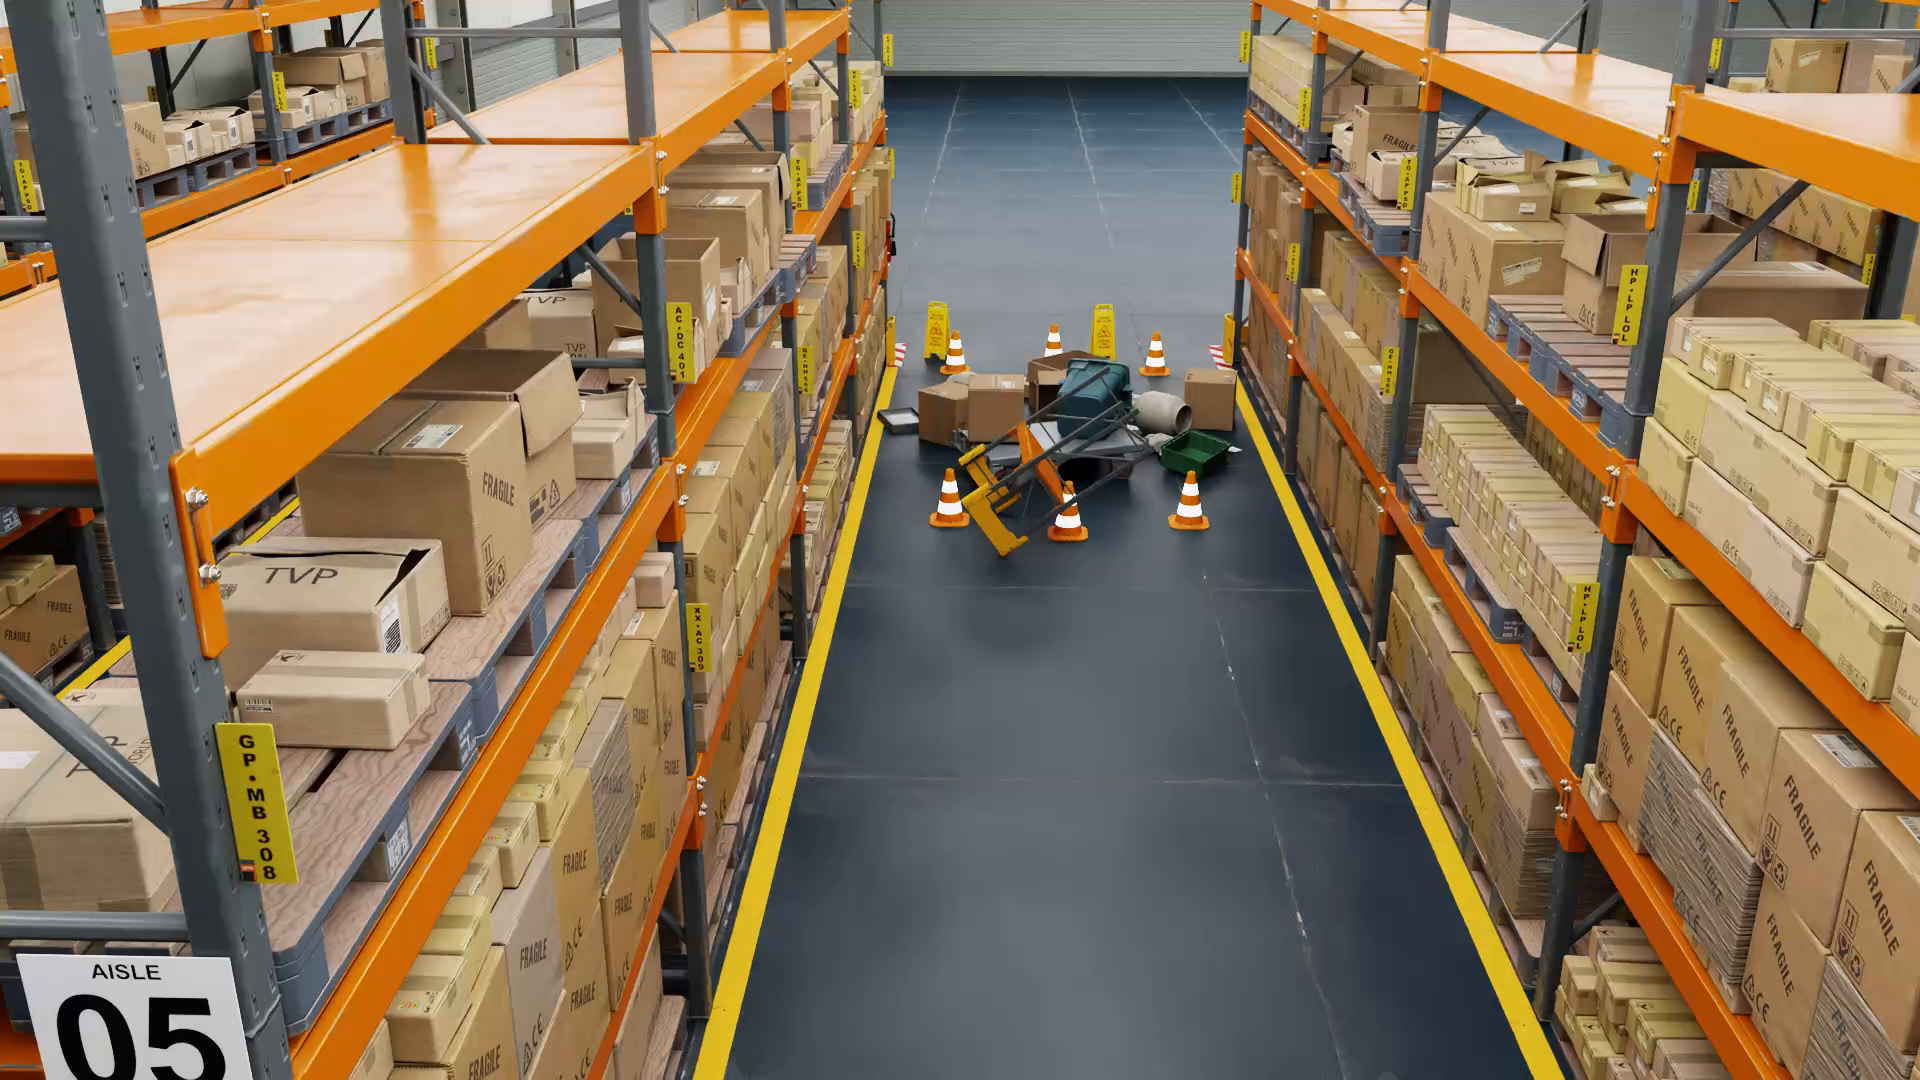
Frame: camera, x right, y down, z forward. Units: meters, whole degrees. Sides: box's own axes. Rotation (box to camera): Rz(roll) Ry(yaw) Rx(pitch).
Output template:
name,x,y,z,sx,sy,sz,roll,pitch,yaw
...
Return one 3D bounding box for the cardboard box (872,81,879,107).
name,x,y,z,sx,sy,sz,roll,pitch,yaw
cardboard box,-1.105,-4.572,17.109,0.500,0.250,0.500,0,21,1

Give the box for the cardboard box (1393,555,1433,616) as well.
name,x,y,z,sx,sy,sz,roll,pitch,yaw
cardboard box,3.116,0.302,10.736,0.500,0.250,0.500,0,21,-1

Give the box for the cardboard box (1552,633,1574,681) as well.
name,x,y,z,sx,sy,sz,roll,pitch,yaw
cardboard box,3.078,0.563,7.991,0.380,0.149,0.250,1,21,2

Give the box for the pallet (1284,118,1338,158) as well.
name,x,y,z,sx,sy,sz,roll,pitch,yaw
pallet,3.536,-3.664,15.094,1.003,0.211,1.213,1,21,2

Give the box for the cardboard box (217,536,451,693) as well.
name,x,y,z,sx,sy,sz,roll,pitch,yaw
cardboard box,-1.720,0.170,4.495,0.500,0.311,0.500,1,21,3

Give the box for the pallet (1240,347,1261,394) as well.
name,x,y,z,sx,sy,sz,roll,pitch,yaw
pallet,3.676,-1.867,18.343,1.003,0.211,1.213,1,21,2

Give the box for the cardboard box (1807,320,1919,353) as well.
name,x,y,z,sx,sy,sz,roll,pitch,yaw
cardboard box,3.521,-0.750,6.426,0.380,0.149,0.250,0,21,-1

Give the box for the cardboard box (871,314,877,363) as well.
name,x,y,z,sx,sy,sz,roll,pitch,yaw
cardboard box,-1.127,-2.075,17.207,0.500,0.500,0.500,0,21,0

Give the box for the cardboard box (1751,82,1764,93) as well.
name,x,y,z,sx,sy,sz,roll,pitch,yaw
cardboard box,8.348,-4.598,17.035,0.380,0.149,0.250,0,21,1

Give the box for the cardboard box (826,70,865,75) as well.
name,x,y,z,sx,sy,sz,roll,pitch,yaw
cardboard box,-1.154,-4.638,16.727,0.380,0.149,0.250,1,21,2

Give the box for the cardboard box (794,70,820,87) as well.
name,x,y,z,sx,sy,sz,roll,pitch,yaw
cardboard box,-1.599,-4.640,16.733,0.380,0.149,0.250,1,21,1

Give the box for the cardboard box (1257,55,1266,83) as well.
name,x,y,z,sx,sy,sz,roll,pitch,yaw
cardboard box,3.336,-4.811,17.007,0.500,0.250,0.500,0,21,1

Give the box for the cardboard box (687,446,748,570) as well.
name,x,y,z,sx,sy,sz,roll,pitch,yaw
cardboard box,-1.388,-0.170,8.595,0.500,0.500,0.500,0,21,0

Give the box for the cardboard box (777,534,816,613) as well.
name,x,y,z,sx,sy,sz,roll,pitch,yaw
cardboard box,-1.545,0.243,12.102,0.950,0.372,0.625,-1,21,-2

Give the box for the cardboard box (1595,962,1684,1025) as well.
name,x,y,z,sx,sy,sz,roll,pitch,yaw
cardboard box,2.972,1.959,7.165,0.380,0.149,0.250,2,21,4

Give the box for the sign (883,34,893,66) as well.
name,x,y,z,sx,sy,sz,roll,pitch,yaw
sign,-0.775,-5.273,17.895,0.100,0.325,0.005,1,21,2

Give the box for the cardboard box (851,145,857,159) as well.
name,x,y,z,sx,sy,sz,roll,pitch,yaw
cardboard box,-1.130,-3.514,14.933,0.380,0.149,0.250,1,21,2

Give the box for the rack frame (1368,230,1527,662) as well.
name,x,y,z,sx,sy,sz,roll,pitch,yaw
rack frame,3.379,-0.565,11.131,1.000,3.000,0.127,1,21,2

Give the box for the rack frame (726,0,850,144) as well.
name,x,y,z,sx,sy,sz,roll,pitch,yaw
rack frame,-1.451,-4.826,13.819,1.000,3.000,0.127,1,21,2

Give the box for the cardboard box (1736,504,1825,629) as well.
name,x,y,z,sx,sy,sz,roll,pitch,yaw
cardboard box,2.937,0.087,5.512,0.500,0.250,0.500,2,21,4

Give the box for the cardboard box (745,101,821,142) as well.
name,x,y,z,sx,sy,sz,roll,pitch,yaw
cardboard box,-1.350,-3.206,12.727,0.500,0.250,0.500,1,21,3

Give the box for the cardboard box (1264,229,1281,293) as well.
name,x,y,z,sx,sy,sz,roll,pitch,yaw
cardboard box,3.544,-2.800,16.685,0.875,0.550,0.500,1,21,2

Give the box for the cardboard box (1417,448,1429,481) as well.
name,x,y,z,sx,sy,sz,roll,pitch,yaw
cardboard box,3.163,-0.484,10.689,0.380,0.149,0.250,0,21,1

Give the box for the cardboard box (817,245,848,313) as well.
name,x,y,z,sx,sy,sz,roll,pitch,yaw
cardboard box,-1.235,-2.240,14.319,0.500,0.500,0.500,0,21,1

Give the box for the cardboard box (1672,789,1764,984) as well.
name,x,y,z,sx,sy,sz,roll,pitch,yaw
cardboard box,2.931,1.233,5.947,0.500,0.500,0.500,0,21,0

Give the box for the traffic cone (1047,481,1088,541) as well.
name,x,y,z,sx,sy,sz,roll,pitch,yaw
traffic cone,0.902,-0.266,13.869,0.336,0.463,0.334,1,21,2

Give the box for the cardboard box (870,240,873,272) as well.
name,x,y,z,sx,sy,sz,roll,pitch,yaw
cardboard box,-1.143,-2.916,16.642,0.500,0.500,0.500,1,21,2

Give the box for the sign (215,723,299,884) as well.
name,x,y,z,sx,sy,sz,roll,pitch,yaw
sign,-1.261,0.475,2.986,0.100,0.325,0.005,1,21,2

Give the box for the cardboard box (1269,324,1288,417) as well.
name,x,y,z,sx,sy,sz,roll,pitch,yaw
cardboard box,3.613,-1.769,16.591,0.875,0.875,0.875,1,21,2

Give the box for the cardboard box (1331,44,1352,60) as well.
name,x,y,z,sx,sy,sz,roll,pitch,yaw
cardboard box,3.919,-4.860,16.581,0.380,0.149,0.250,1,21,2

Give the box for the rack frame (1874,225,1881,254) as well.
name,x,y,z,sx,sy,sz,roll,pitch,yaw
rack frame,8.455,-1.920,14.623,1.000,3.000,0.127,1,21,2

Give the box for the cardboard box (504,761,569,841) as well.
name,x,y,z,sx,sy,sz,roll,pitch,yaw
cardboard box,-1.439,0.809,5.173,0.380,0.149,0.250,0,21,0

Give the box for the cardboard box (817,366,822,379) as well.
name,x,y,z,sx,sy,sz,roll,pitch,yaw
cardboard box,-1.279,-1.360,12.949,0.380,0.149,0.250,1,21,3

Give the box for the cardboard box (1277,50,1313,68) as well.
name,x,y,z,sx,sy,sz,roll,pitch,yaw
cardboard box,3.239,-4.591,15.888,0.380,0.149,0.250,1,21,2

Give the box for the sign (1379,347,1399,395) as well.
name,x,y,z,sx,sy,sz,roll,pitch,yaw
sign,2.824,-1.109,10.934,0.100,0.325,0.005,1,21,2

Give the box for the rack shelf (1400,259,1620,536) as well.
name,x,y,z,sx,sy,sz,roll,pitch,yaw
rack shelf,3.318,-0.904,8.855,1.077,0.370,4.000,1,21,2

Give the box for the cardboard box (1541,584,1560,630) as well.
name,x,y,z,sx,sy,sz,roll,pitch,yaw
cardboard box,3.089,0.333,8.172,0.380,0.149,0.250,2,21,4

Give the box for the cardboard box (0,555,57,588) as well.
name,x,y,z,sx,sy,sz,roll,pitch,yaw
cardboard box,-6.296,0.213,11.106,0.380,0.149,0.250,0,21,-1

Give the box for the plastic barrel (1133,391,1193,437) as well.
name,x,y,z,sx,sy,sz,roll,pitch,yaw
plastic barrel,2.001,-1.237,16.425,0.512,0.421,0.421,18,27,38

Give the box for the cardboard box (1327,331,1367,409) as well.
name,x,y,z,sx,sy,sz,roll,pitch,yaw
cardboard box,3.167,-1.323,12.948,0.500,0.500,0.500,1,21,2

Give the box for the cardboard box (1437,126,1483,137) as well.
name,x,y,z,sx,sy,sz,roll,pitch,yaw
cardboard box,3.667,-2.974,12.598,0.500,0.311,0.500,0,21,0

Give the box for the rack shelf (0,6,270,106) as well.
name,x,y,z,sx,sy,sz,roll,pitch,yaw
rack shelf,-6.473,-3.634,12.295,1.077,0.370,4.000,1,21,2

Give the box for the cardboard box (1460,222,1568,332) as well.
name,x,y,z,sx,sy,sz,roll,pitch,yaw
cardboard box,3.077,-1.444,9.113,0.500,0.500,0.500,1,21,2

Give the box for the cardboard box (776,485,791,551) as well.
name,x,y,z,sx,sy,sz,roll,pitch,yaw
cardboard box,-1.328,-0.142,10.249,0.500,0.250,0.500,1,21,3

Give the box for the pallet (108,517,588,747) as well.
name,x,y,z,sx,sy,sz,roll,pitch,yaw
pallet,-1.769,0.242,5.027,1.003,0.211,1.213,1,21,2

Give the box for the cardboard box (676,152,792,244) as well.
name,x,y,z,sx,sy,sz,roll,pitch,yaw
cardboard box,-1.433,-2.087,10.184,0.797,0.503,0.637,-1,21,-2

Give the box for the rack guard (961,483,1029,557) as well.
name,x,y,z,sx,sy,sz,roll,pitch,yaw
rack guard,0.283,-0.161,13.372,0.250,0.587,0.087,-33,19,11

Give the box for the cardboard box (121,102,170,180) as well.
name,x,y,z,sx,sy,sz,roll,pitch,yaw
cardboard box,-6.237,-2.950,12.276,0.500,0.500,0.500,1,21,3

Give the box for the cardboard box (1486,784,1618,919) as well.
name,x,y,z,sx,sy,sz,roll,pitch,yaw
cardboard box,3.028,1.581,8.476,0.500,0.500,0.500,0,21,1

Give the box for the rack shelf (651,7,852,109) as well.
name,x,y,z,sx,sy,sz,roll,pitch,yaw
rack shelf,-1.511,-3.581,12.158,1.077,0.370,4.000,1,21,2

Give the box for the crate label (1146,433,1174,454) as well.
name,x,y,z,sx,sy,sz,roll,pitch,yaw
crate label,1.919,-0.936,16.044,0.298,0.136,0.250,-16,26,-35

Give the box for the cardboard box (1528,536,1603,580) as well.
name,x,y,z,sx,sy,sz,roll,pitch,yaw
cardboard box,3.099,0.093,8.381,0.380,0.149,0.250,1,21,1

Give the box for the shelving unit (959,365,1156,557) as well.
name,x,y,z,sx,sy,sz,roll,pitch,yaw
shelving unit,0.783,-0.681,13.714,1.500,0.587,1.083,-33,19,11

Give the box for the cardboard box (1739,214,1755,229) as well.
name,x,y,z,sx,sy,sz,roll,pitch,yaw
cardboard box,8.637,-3.171,17.298,0.875,0.500,0.500,1,21,2

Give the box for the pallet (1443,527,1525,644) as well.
name,x,y,z,sx,sy,sz,roll,pitch,yaw
pallet,3.359,0.241,9.320,1.003,0.211,1.213,1,21,2

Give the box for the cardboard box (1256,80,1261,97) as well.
name,x,y,z,sx,sy,sz,roll,pitch,yaw
cardboard box,3.276,-4.678,17.213,0.380,0.149,0.250,1,21,2

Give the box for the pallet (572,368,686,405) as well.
name,x,y,z,sx,sy,sz,roll,pitch,yaw
pallet,-1.715,-0.777,7.797,0.805,0.209,1.217,0,21,-1

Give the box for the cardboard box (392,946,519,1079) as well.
name,x,y,z,sx,sy,sz,roll,pitch,yaw
cardboard box,-1.508,1.440,4.444,0.500,0.500,0.500,0,21,0

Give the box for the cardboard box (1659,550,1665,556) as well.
name,x,y,z,sx,sy,sz,roll,pitch,yaw
cardboard box,3.751,0.105,8.351,0.380,0.149,0.250,0,21,1

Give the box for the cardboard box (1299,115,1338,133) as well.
name,x,y,z,sx,sy,sz,roll,pitch,yaw
cardboard box,3.192,-3.670,14.616,0.380,0.149,0.250,1,21,1
